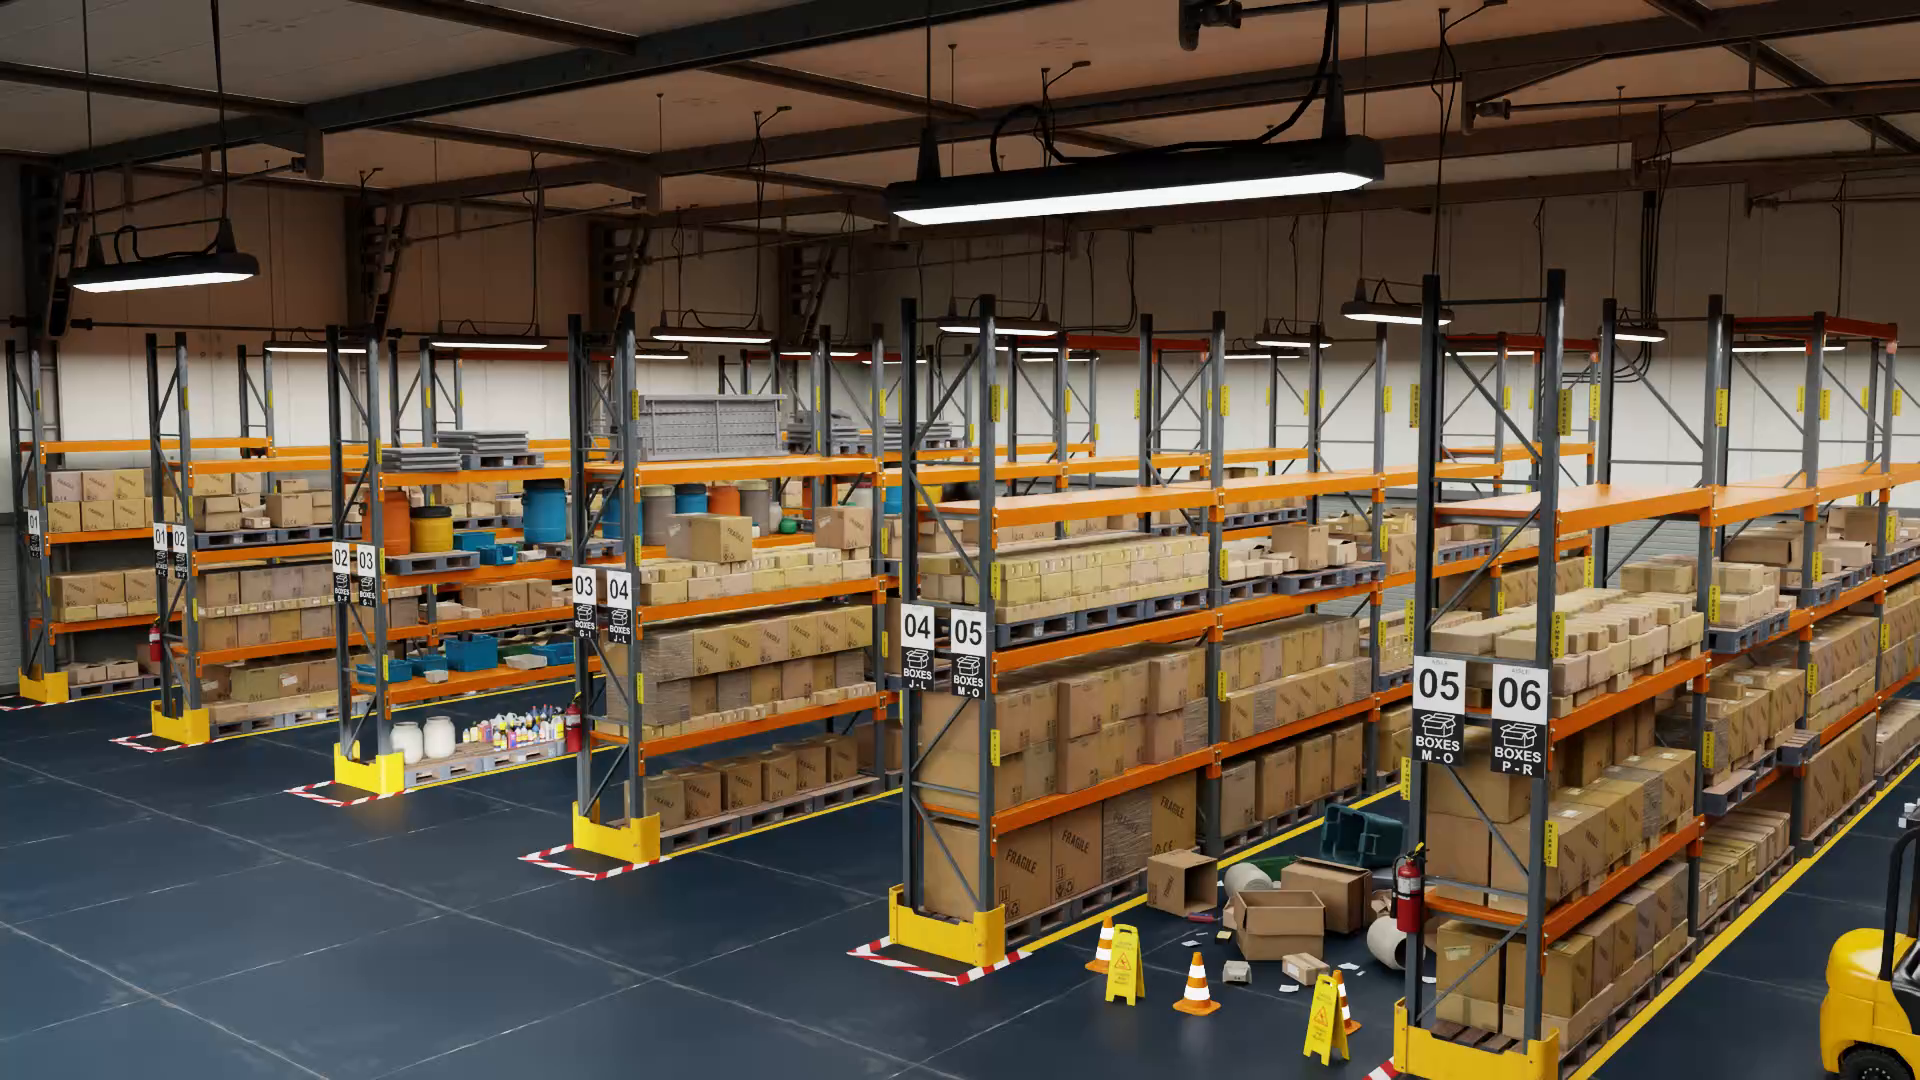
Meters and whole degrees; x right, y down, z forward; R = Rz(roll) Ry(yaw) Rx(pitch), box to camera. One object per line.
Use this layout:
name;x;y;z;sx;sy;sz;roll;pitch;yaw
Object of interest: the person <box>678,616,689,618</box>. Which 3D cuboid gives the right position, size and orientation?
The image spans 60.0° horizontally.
person;-4.995;1.571;30.328;0.572;1.758;0.550;0;5;2
